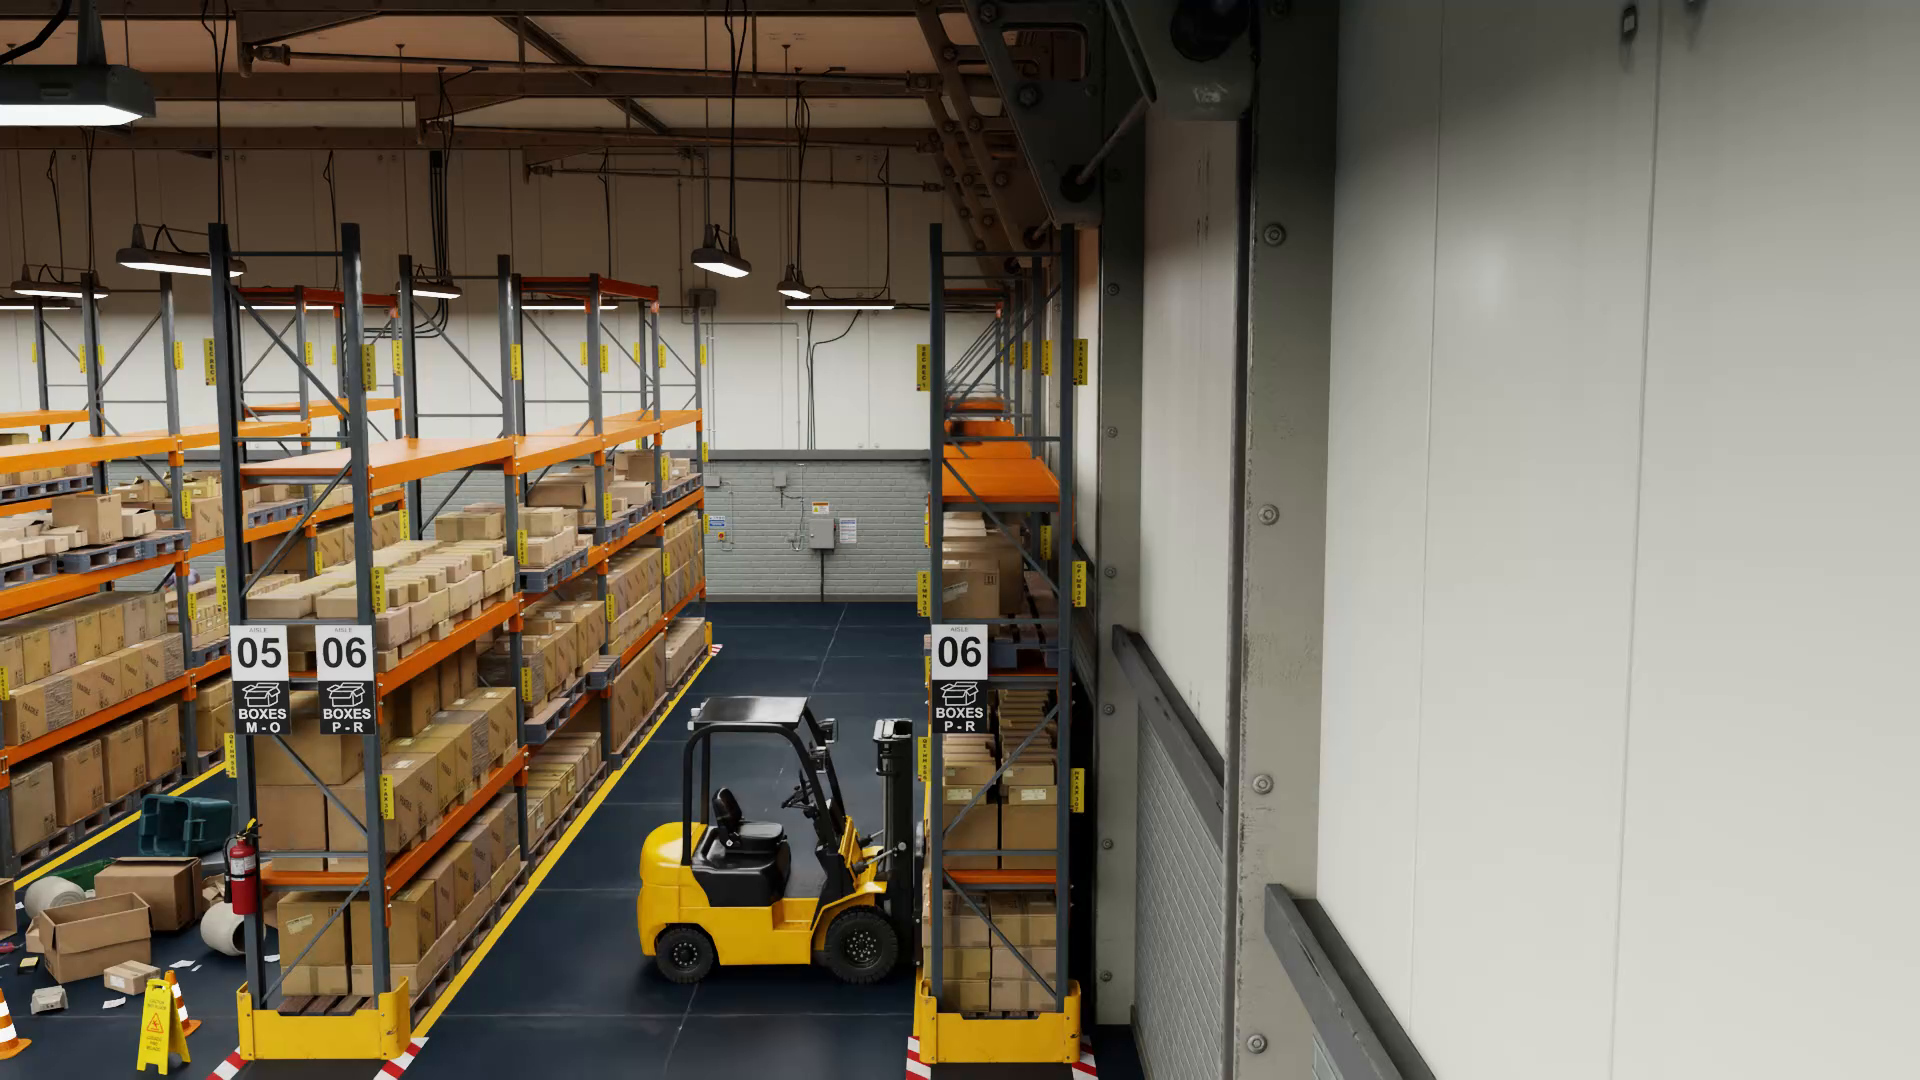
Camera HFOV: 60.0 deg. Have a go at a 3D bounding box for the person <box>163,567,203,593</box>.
[{"bbox_3d":[-13.258,1.057,28.562,0.538,1.573,0.609,6,9,41],"label":"person"}]
